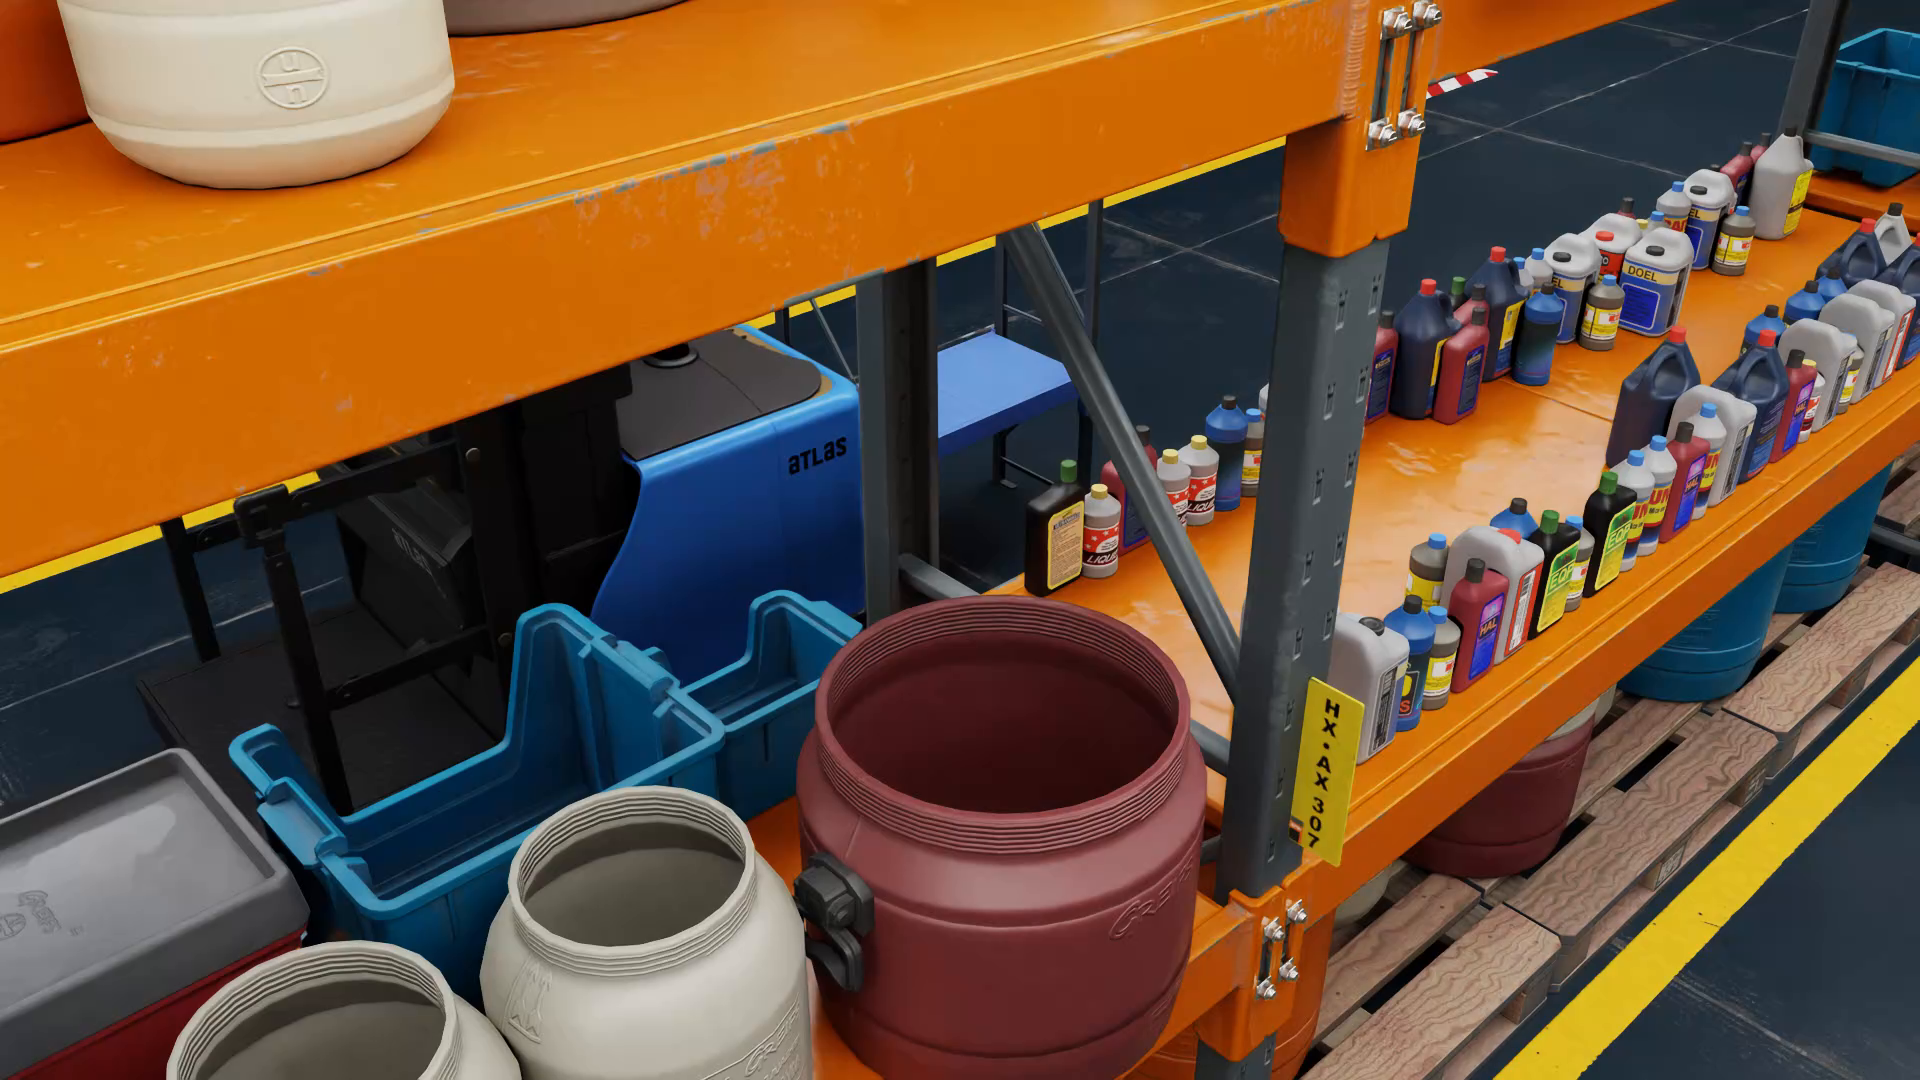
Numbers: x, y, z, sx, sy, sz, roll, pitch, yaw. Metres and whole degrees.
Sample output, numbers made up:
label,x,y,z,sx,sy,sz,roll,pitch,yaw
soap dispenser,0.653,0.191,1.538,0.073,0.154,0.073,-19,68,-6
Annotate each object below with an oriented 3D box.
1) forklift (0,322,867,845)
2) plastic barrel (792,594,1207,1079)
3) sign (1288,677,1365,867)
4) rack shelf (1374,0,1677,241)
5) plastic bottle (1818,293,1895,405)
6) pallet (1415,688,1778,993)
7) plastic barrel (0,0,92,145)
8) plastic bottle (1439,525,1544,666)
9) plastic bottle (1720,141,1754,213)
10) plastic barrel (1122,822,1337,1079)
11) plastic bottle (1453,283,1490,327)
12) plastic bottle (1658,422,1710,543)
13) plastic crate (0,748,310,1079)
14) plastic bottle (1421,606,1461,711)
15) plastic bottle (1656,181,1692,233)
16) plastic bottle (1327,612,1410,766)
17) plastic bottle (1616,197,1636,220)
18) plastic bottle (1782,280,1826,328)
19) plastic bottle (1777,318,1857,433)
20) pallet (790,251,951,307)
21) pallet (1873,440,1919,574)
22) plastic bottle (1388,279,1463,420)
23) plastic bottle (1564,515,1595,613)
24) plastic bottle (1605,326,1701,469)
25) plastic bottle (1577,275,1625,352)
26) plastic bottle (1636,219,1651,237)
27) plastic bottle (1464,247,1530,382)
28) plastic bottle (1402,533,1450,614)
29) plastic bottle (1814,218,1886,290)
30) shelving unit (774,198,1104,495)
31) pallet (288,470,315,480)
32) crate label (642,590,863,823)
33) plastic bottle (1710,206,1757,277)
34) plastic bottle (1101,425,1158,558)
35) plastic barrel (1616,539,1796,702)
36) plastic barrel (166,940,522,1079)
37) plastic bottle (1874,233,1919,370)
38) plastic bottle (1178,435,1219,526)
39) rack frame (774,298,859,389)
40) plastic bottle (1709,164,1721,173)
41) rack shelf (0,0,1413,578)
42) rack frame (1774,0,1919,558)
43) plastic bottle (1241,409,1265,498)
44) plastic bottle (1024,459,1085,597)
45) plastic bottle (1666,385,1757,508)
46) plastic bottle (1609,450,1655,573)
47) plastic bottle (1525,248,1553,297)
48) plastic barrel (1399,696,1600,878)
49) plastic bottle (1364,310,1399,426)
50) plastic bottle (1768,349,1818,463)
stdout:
label,x,y,z,sx,sy,sz,roll,pitch,yaw
forklift,-1.727,-0.485,4.233,3.031,2.935,1.130,-24,39,-34
plastic barrel,0.060,0.452,2.505,0.708,0.536,0.600,-26,40,-35
sign,0.574,0.368,2.616,0.005,0.325,0.100,-26,40,-35
rack shelf,1.661,-1.452,3.564,4.000,0.370,1.077,-26,40,-35
plastic bottle,2.322,-0.516,4.338,0.135,0.276,0.152,-26,40,-35
pallet,1.639,0.693,4.914,1.213,0.211,1.003,-26,40,-35
plastic barrel,-1.035,-0.793,1.384,0.708,0.830,0.600,-26,40,-35
plastic bottle,1.071,0.089,3.348,0.135,0.276,0.152,-26,40,-35
plastic bottle,2.471,-1.125,5.326,0.133,0.283,0.061,-26,40,-35
plastic barrel,0.542,0.797,3.750,0.708,0.830,0.600,-26,40,-35
plastic bottle,1.314,-0.522,4.340,0.133,0.283,0.061,-26,40,-35
plastic bottle,1.610,-0.143,3.720,0.133,0.283,0.061,-26,40,-35
plastic crate,-1.198,0.659,2.236,0.583,0.464,0.402,-26,40,-35
plastic bottle,0.907,0.220,3.206,0.097,0.201,0.097,0,31,0
plastic bottle,2.157,-0.955,5.060,0.097,0.271,0.097,0,31,0
plastic bottle,0.732,0.253,3.080,0.135,0.276,0.152,-26,40,-35
plastic bottle,1.918,-0.857,4.888,0.133,0.283,0.061,-26,40,-35
plastic bottle,2.224,-0.555,4.406,0.097,0.271,0.097,0,31,0
plastic bottle,2.152,-0.434,4.203,0.135,0.276,0.152,-26,40,-35
pallet,-0.808,-1.592,8.652,1.213,0.211,1.003,-26,40,-35
pallet,3.641,-0.275,6.497,1.213,0.211,1.003,-26,40,-35
plastic bottle,1.184,-0.502,4.242,0.185,0.351,0.144,-26,40,-35
plastic bottle,1.272,0.043,3.495,0.097,0.201,0.097,0,31,0
plastic bottle,1.666,-0.336,3.972,0.185,0.351,0.144,-26,40,-35
plastic bottle,1.779,-0.634,4.602,0.097,0.201,0.097,0,31,0
plastic bottle,2.015,-0.856,4.965,0.097,0.201,0.097,0,31,0
plastic bottle,1.418,-0.615,4.427,0.185,0.351,0.144,-26,40,-35
plastic bottle,0.973,0.080,3.435,0.097,0.201,0.097,0,31,0
plastic bottle,2.443,-0.706,4.577,0.185,0.351,0.144,-26,40,-35
shelving unit,-0.063,-0.610,5.809,1.048,1.500,0.538,-26,40,-35
pallet,-2.597,-0.727,7.237,1.213,0.211,1.003,-26,40,-35
crate label,-0.369,0.307,3.032,0.416,0.233,0.303,-26,40,-35
plastic bottle,2.359,-0.915,5.061,0.097,0.201,0.097,0,31,0
plastic bottle,0.370,-0.109,3.665,0.133,0.283,0.061,-26,40,-35
plastic barrel,2.198,-0.035,5.041,0.708,0.901,0.600,-26,40,-35
plastic barrel,-0.723,0.778,1.995,0.421,0.512,0.421,0,31,0
plastic bottle,2.541,-0.651,4.487,0.185,0.351,0.144,-26,40,-35
plastic bottle,0.539,-0.142,3.798,0.097,0.201,0.097,0,31,0
rack frame,-0.435,-0.429,5.514,0.032,1.500,0.500,-26,40,-35
plastic bottle,2.327,-1.037,5.195,0.097,0.271,0.097,0,31,0
rack shelf,-1.272,-0.033,1.244,4.000,0.370,1.077,-26,40,-35
rack frame,3.128,-1.189,5.319,0.127,3.000,1.000,-26,40,-35
plastic bottle,0.682,-0.211,3.911,0.097,0.201,0.097,0,31,0
plastic bottle,0.201,-0.027,3.531,0.133,0.283,0.061,-26,40,-35
plastic bottle,1.749,-0.239,3.884,0.135,0.276,0.152,-26,40,-35
plastic bottle,1.442,-0.069,3.611,0.097,0.271,0.097,0,31,0
plastic bottle,1.577,-0.674,4.601,0.097,0.271,0.097,0,31,0
plastic barrel,1.370,0.499,4.468,0.708,0.588,0.600,-26,40,-35
plastic bottle,1.039,-0.432,4.194,0.133,0.283,0.061,-26,40,-35
plastic bottle,2.014,-0.338,4.039,0.133,0.283,0.061,-26,40,-35
